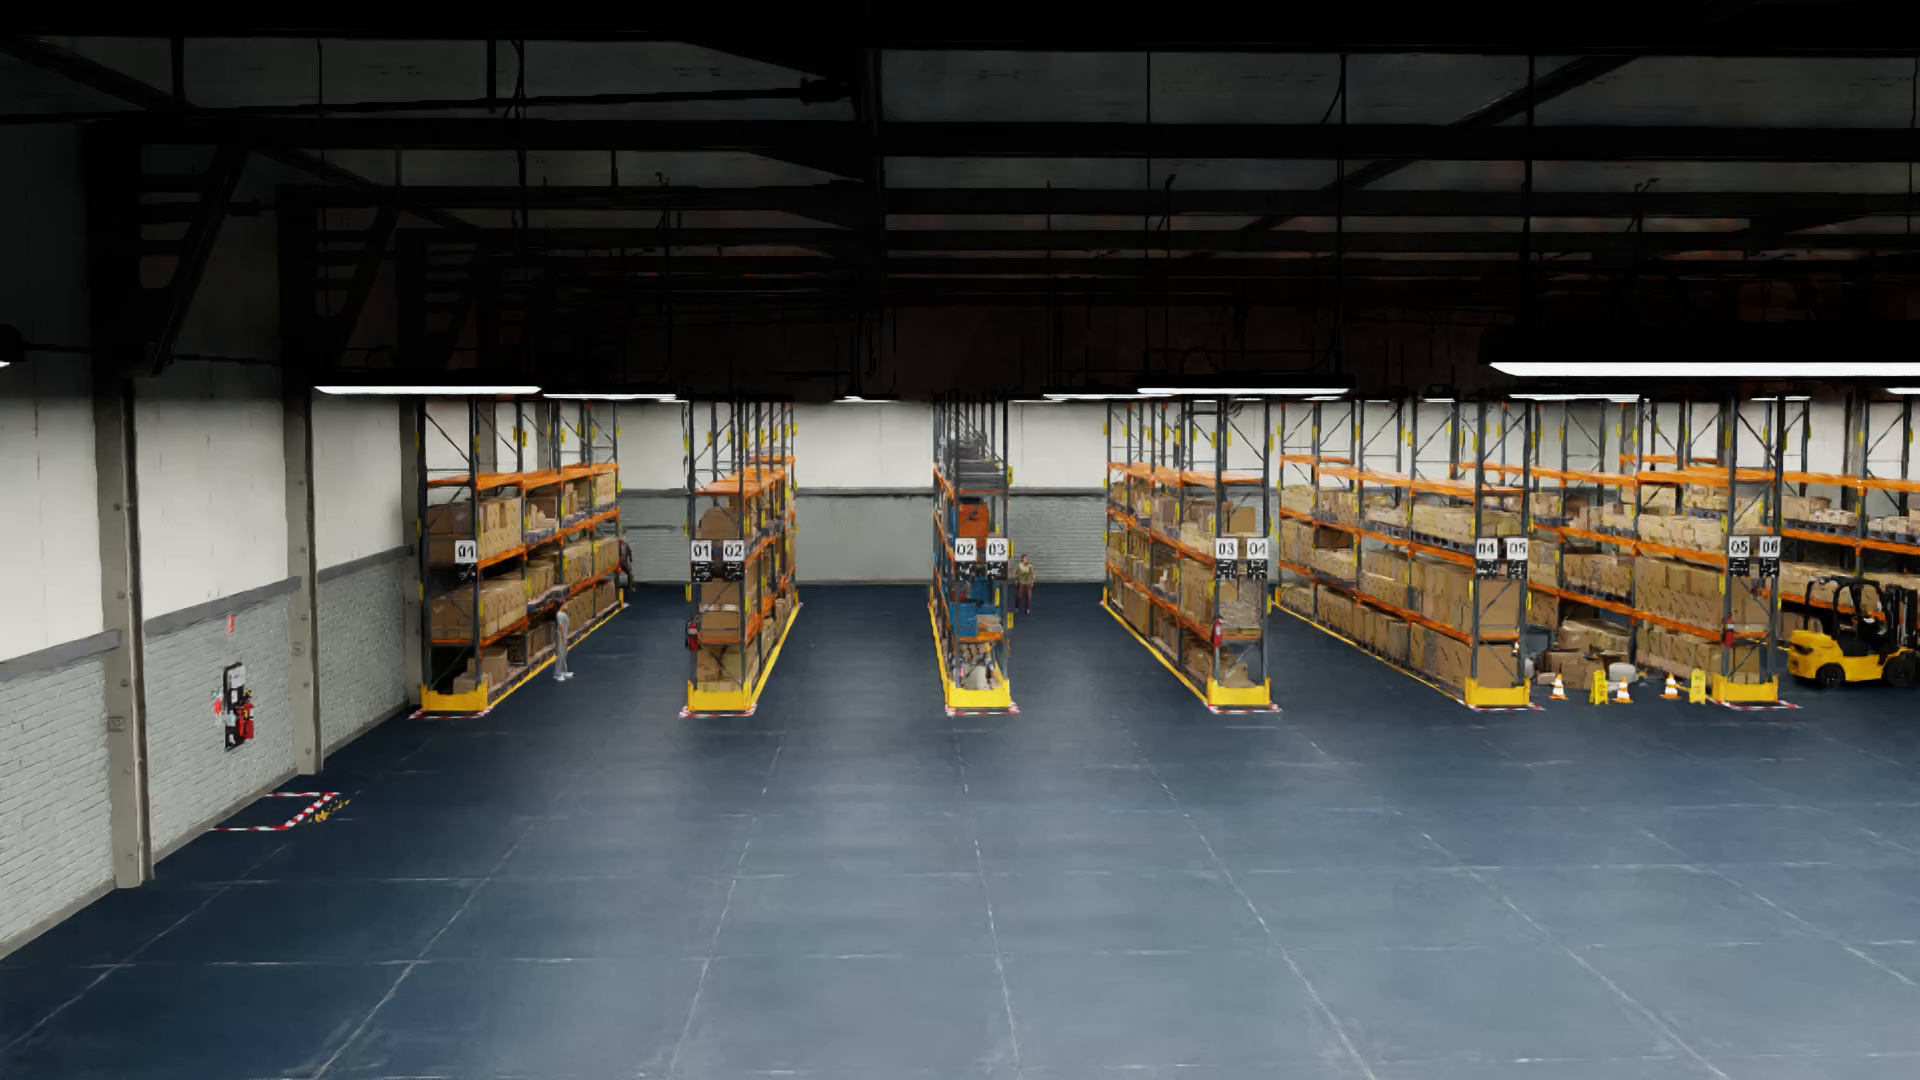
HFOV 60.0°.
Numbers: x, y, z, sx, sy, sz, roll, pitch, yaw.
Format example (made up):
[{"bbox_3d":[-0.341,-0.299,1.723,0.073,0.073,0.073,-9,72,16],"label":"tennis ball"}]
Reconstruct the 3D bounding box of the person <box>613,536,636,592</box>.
[{"bbox_3d":[-10.300,0.724,50.680,0.719,1.726,0.815,-2,5,-24],"label":"person"}]

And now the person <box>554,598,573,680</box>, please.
[{"bbox_3d":[-8.268,2.046,34.602,0.385,1.678,0.592,-1,5,-12],"label":"person"}]

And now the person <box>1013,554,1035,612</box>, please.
[{"bbox_3d":[1.770,1.188,45.806,0.598,1.619,0.507,0,5,-4],"label":"person"}]
